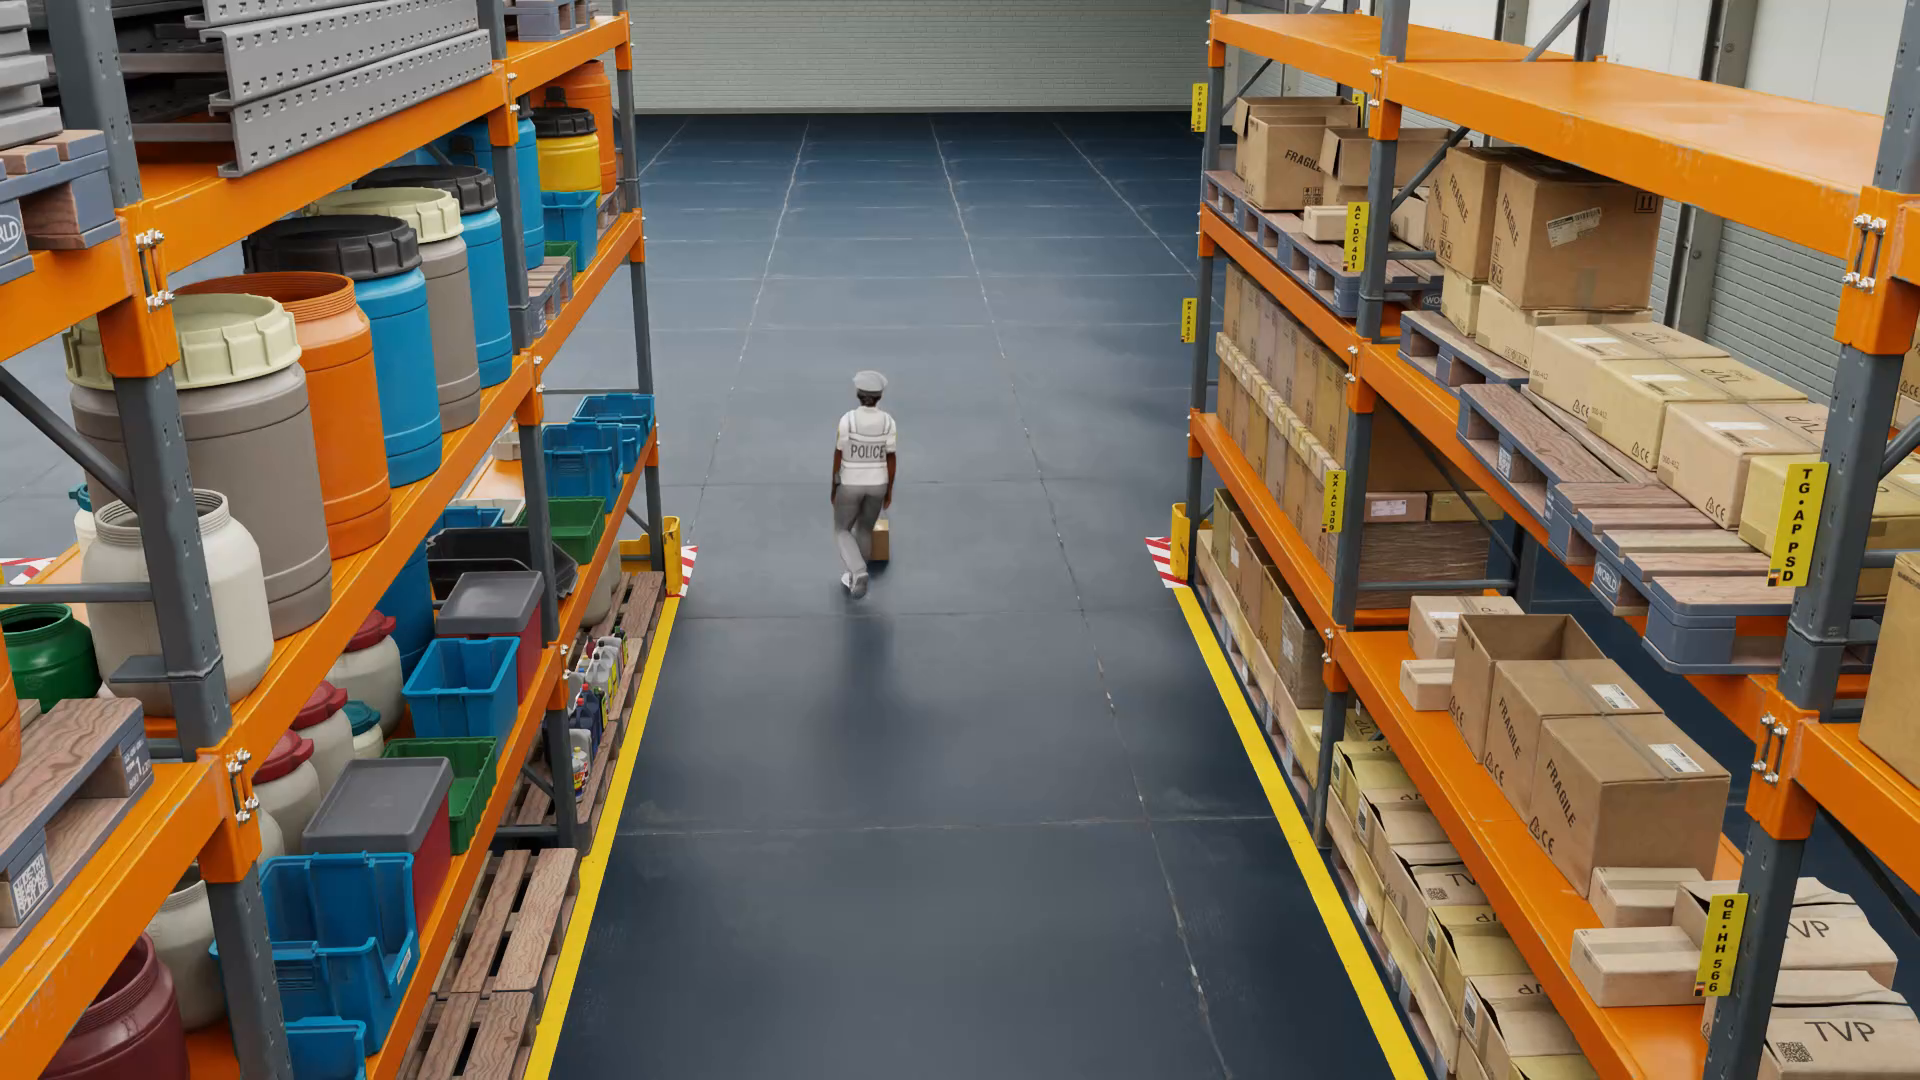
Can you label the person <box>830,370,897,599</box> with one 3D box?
[{"bbox_3d":[-0.682,-0.381,12.064,0.479,1.666,0.686,-8,22,-20],"label":"person"}]
